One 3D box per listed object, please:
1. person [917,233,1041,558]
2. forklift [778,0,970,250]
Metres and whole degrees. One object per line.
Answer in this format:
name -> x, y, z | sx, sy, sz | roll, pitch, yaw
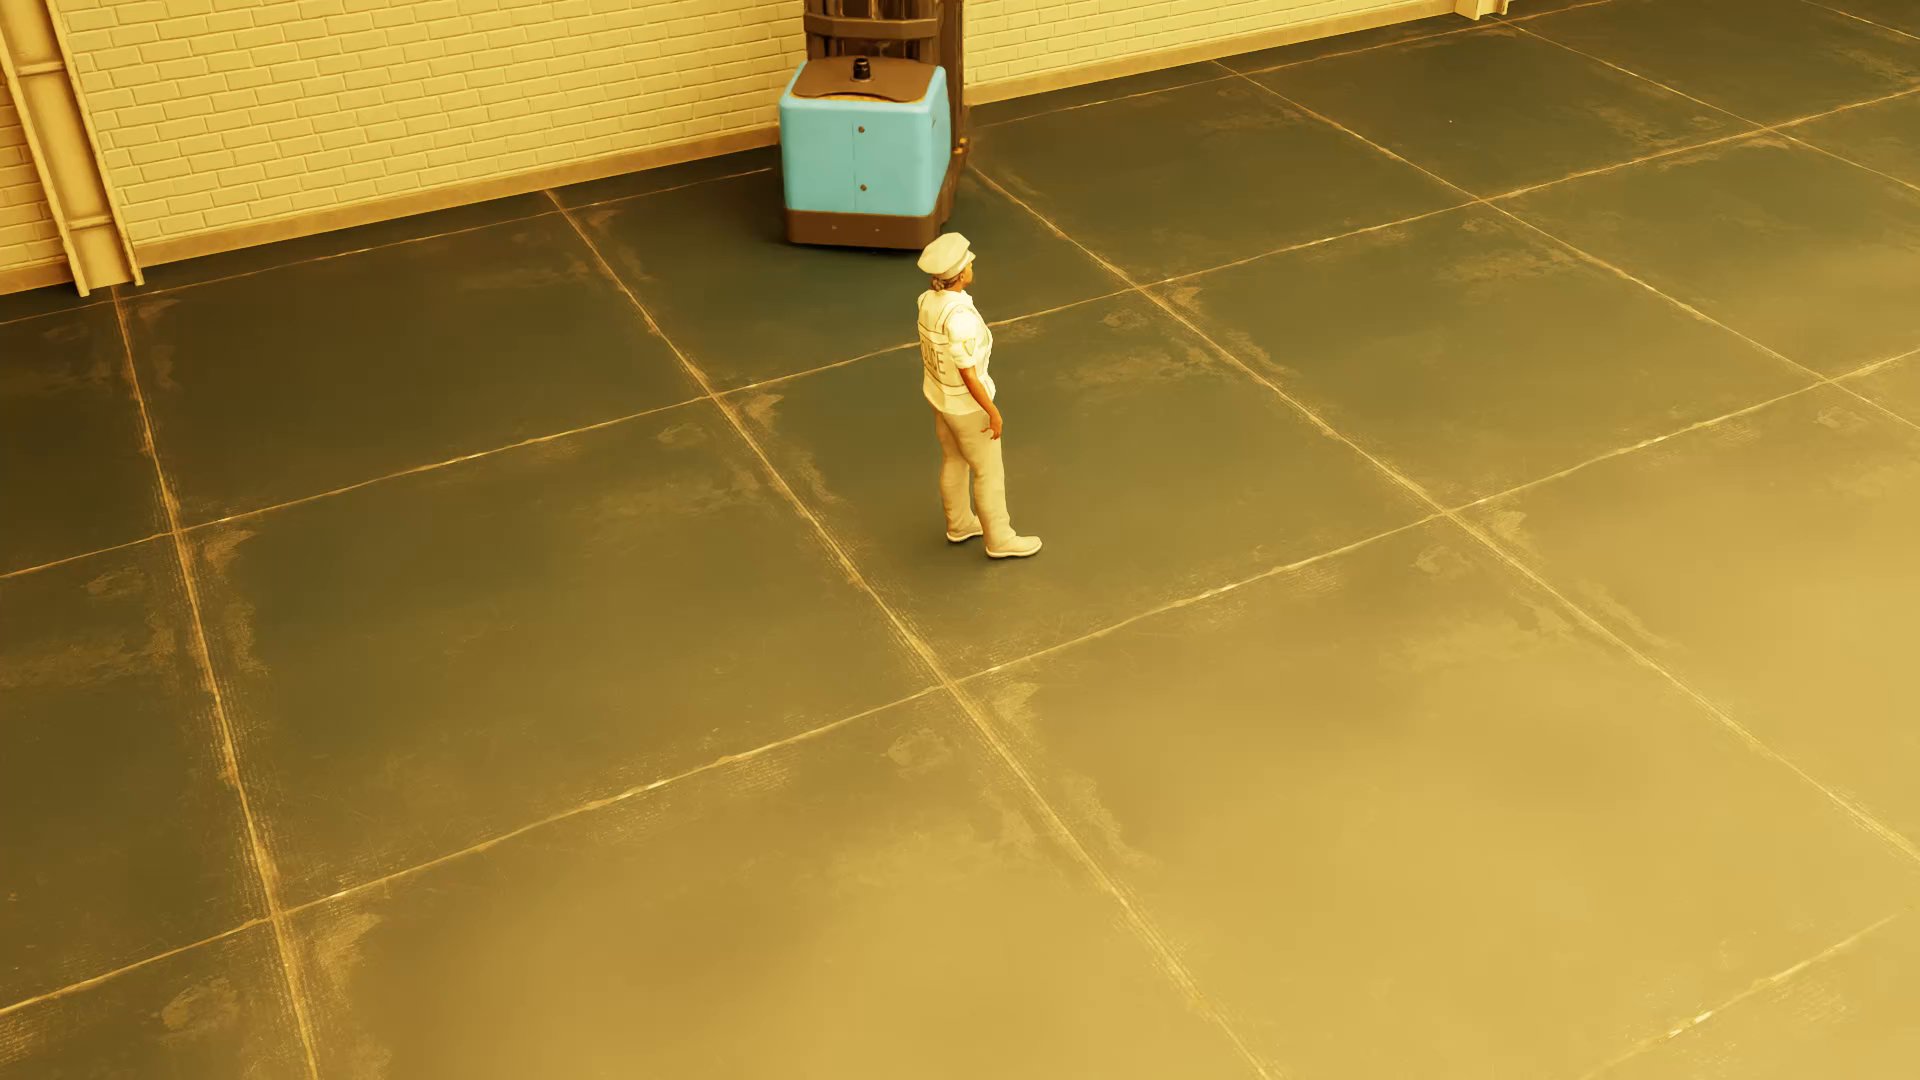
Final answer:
person -> 0.075, -0.707, 8.184 | 0.530, 1.692, 0.569 | -17, 39, -23
forklift -> -0.522, -4.015, 11.803 | 1.130, 2.935, 3.031 | 4, 35, 6
